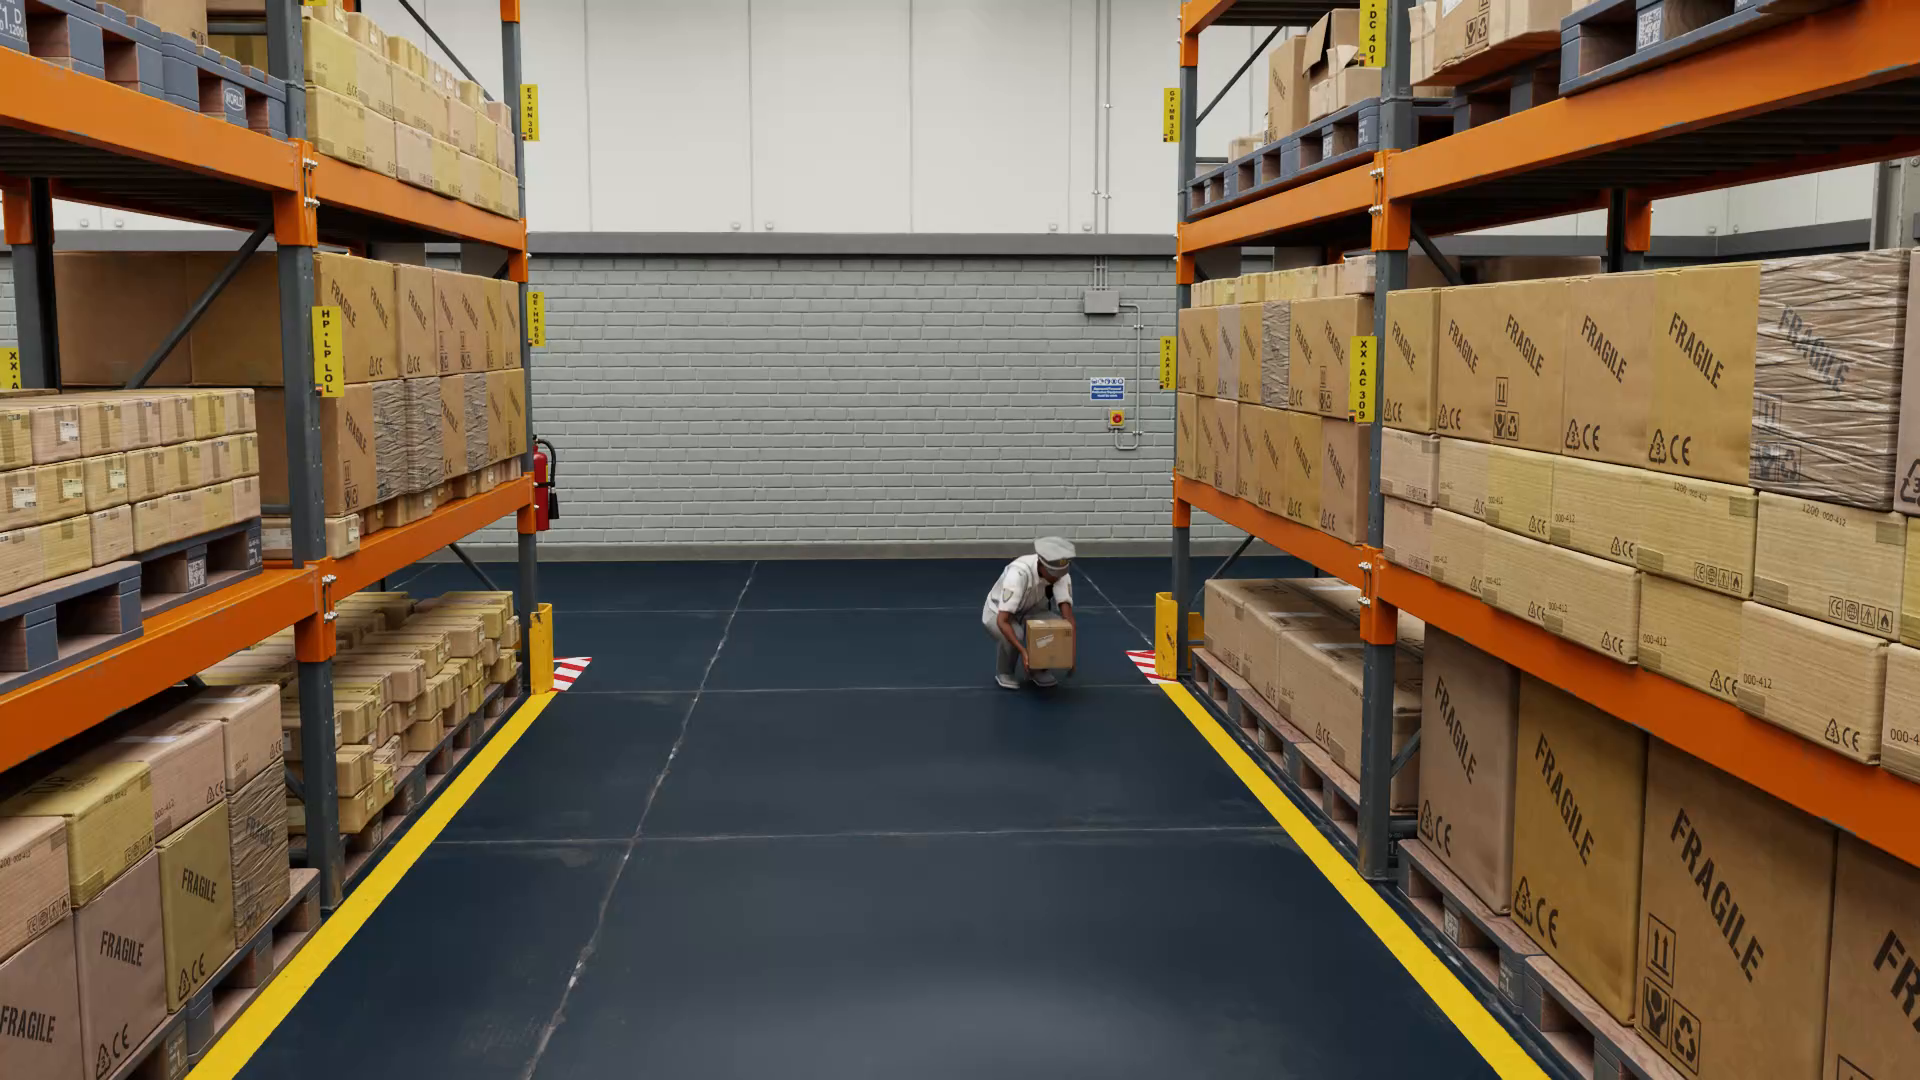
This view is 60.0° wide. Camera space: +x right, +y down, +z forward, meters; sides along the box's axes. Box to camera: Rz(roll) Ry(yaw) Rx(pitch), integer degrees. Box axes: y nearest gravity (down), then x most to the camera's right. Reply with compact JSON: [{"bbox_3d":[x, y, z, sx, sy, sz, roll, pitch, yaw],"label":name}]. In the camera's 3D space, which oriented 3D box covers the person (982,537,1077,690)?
[{"bbox_3d":[0.421,0.455,10.133,0.501,0.927,0.856,-2,7,-19],"label":"person"}]
